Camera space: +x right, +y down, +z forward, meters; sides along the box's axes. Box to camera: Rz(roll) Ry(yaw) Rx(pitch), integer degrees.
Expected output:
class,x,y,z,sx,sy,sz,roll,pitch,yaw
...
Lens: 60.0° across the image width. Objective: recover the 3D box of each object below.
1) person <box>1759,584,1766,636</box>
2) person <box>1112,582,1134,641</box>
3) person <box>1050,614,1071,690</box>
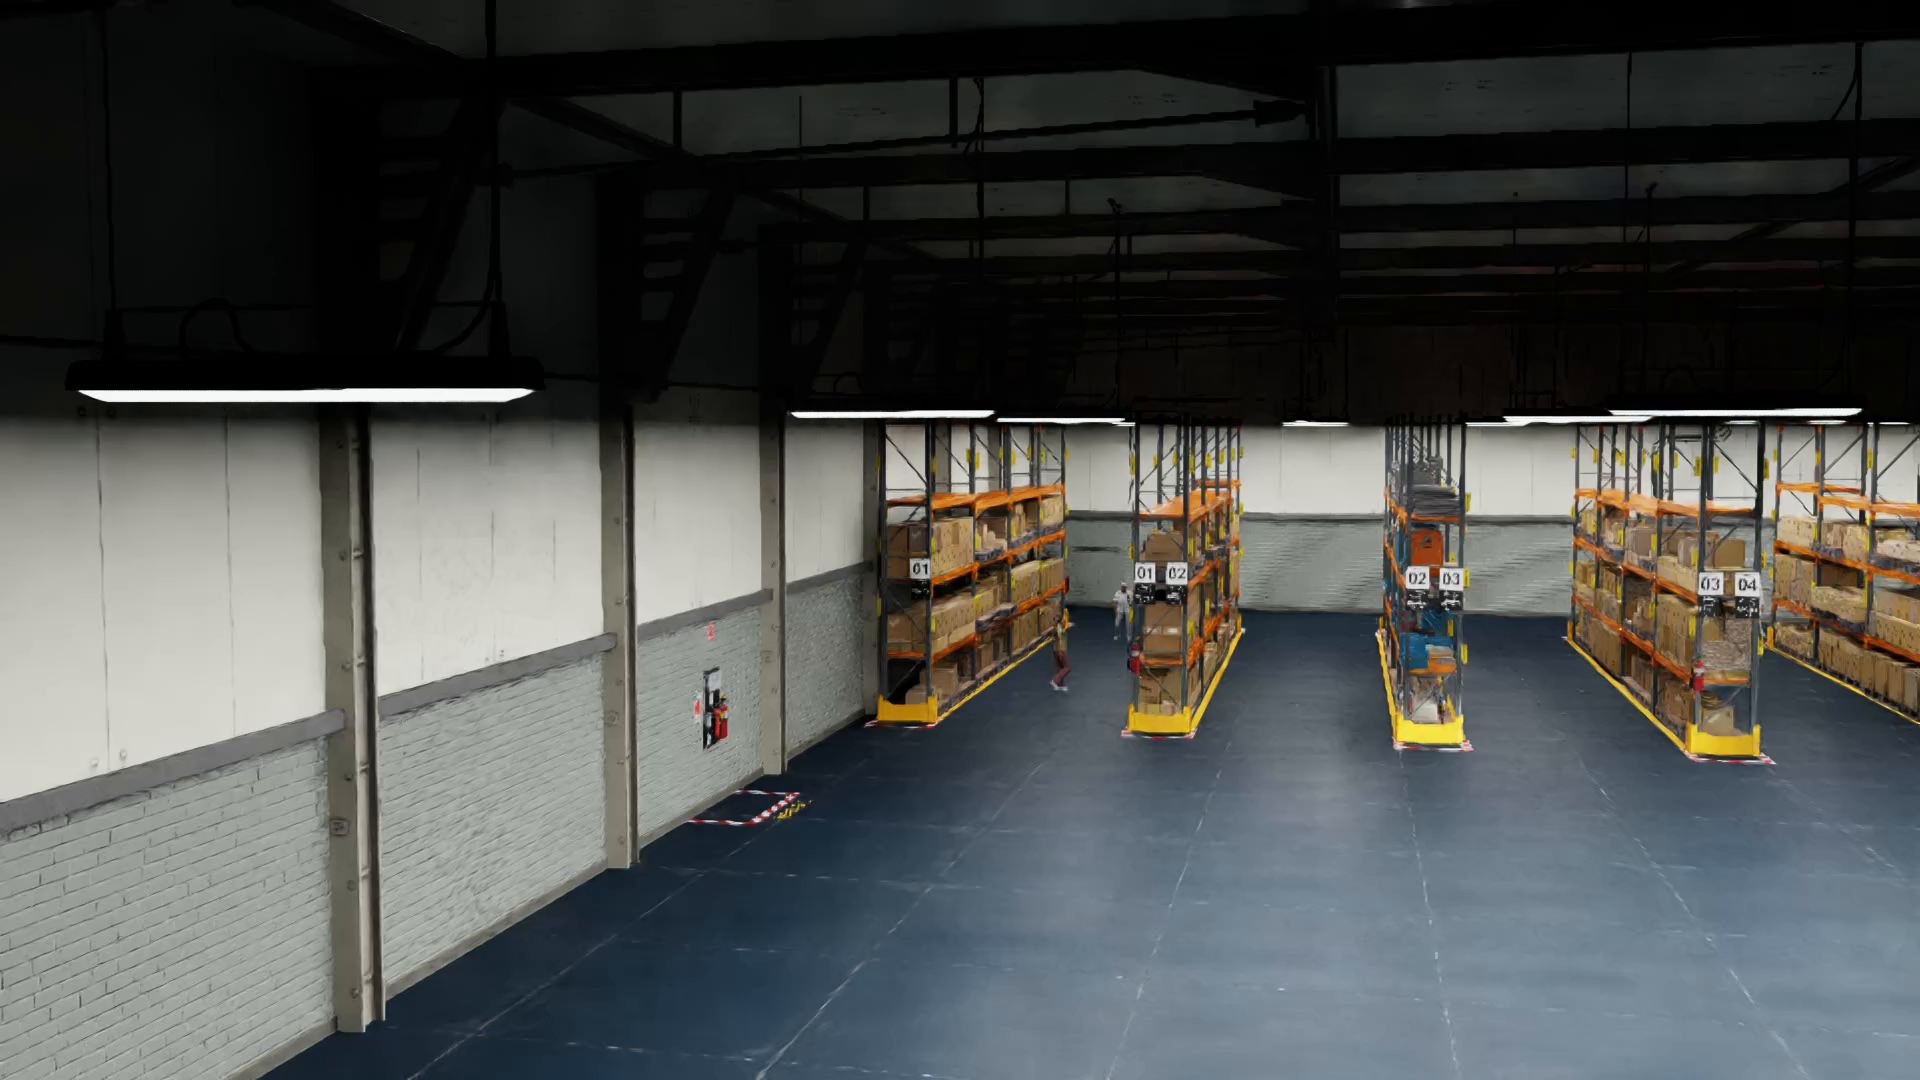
class,x,y,z,sx,sy,sz,roll,pitch,yaw
person,21.529,1.791,45.111,0.597,1.773,0.626,-3,5,-41
person,4.390,1.913,44.562,0.625,1.611,0.575,1,4,11
person,2.154,2.443,36.126,0.432,1.670,0.503,-1,4,-15
